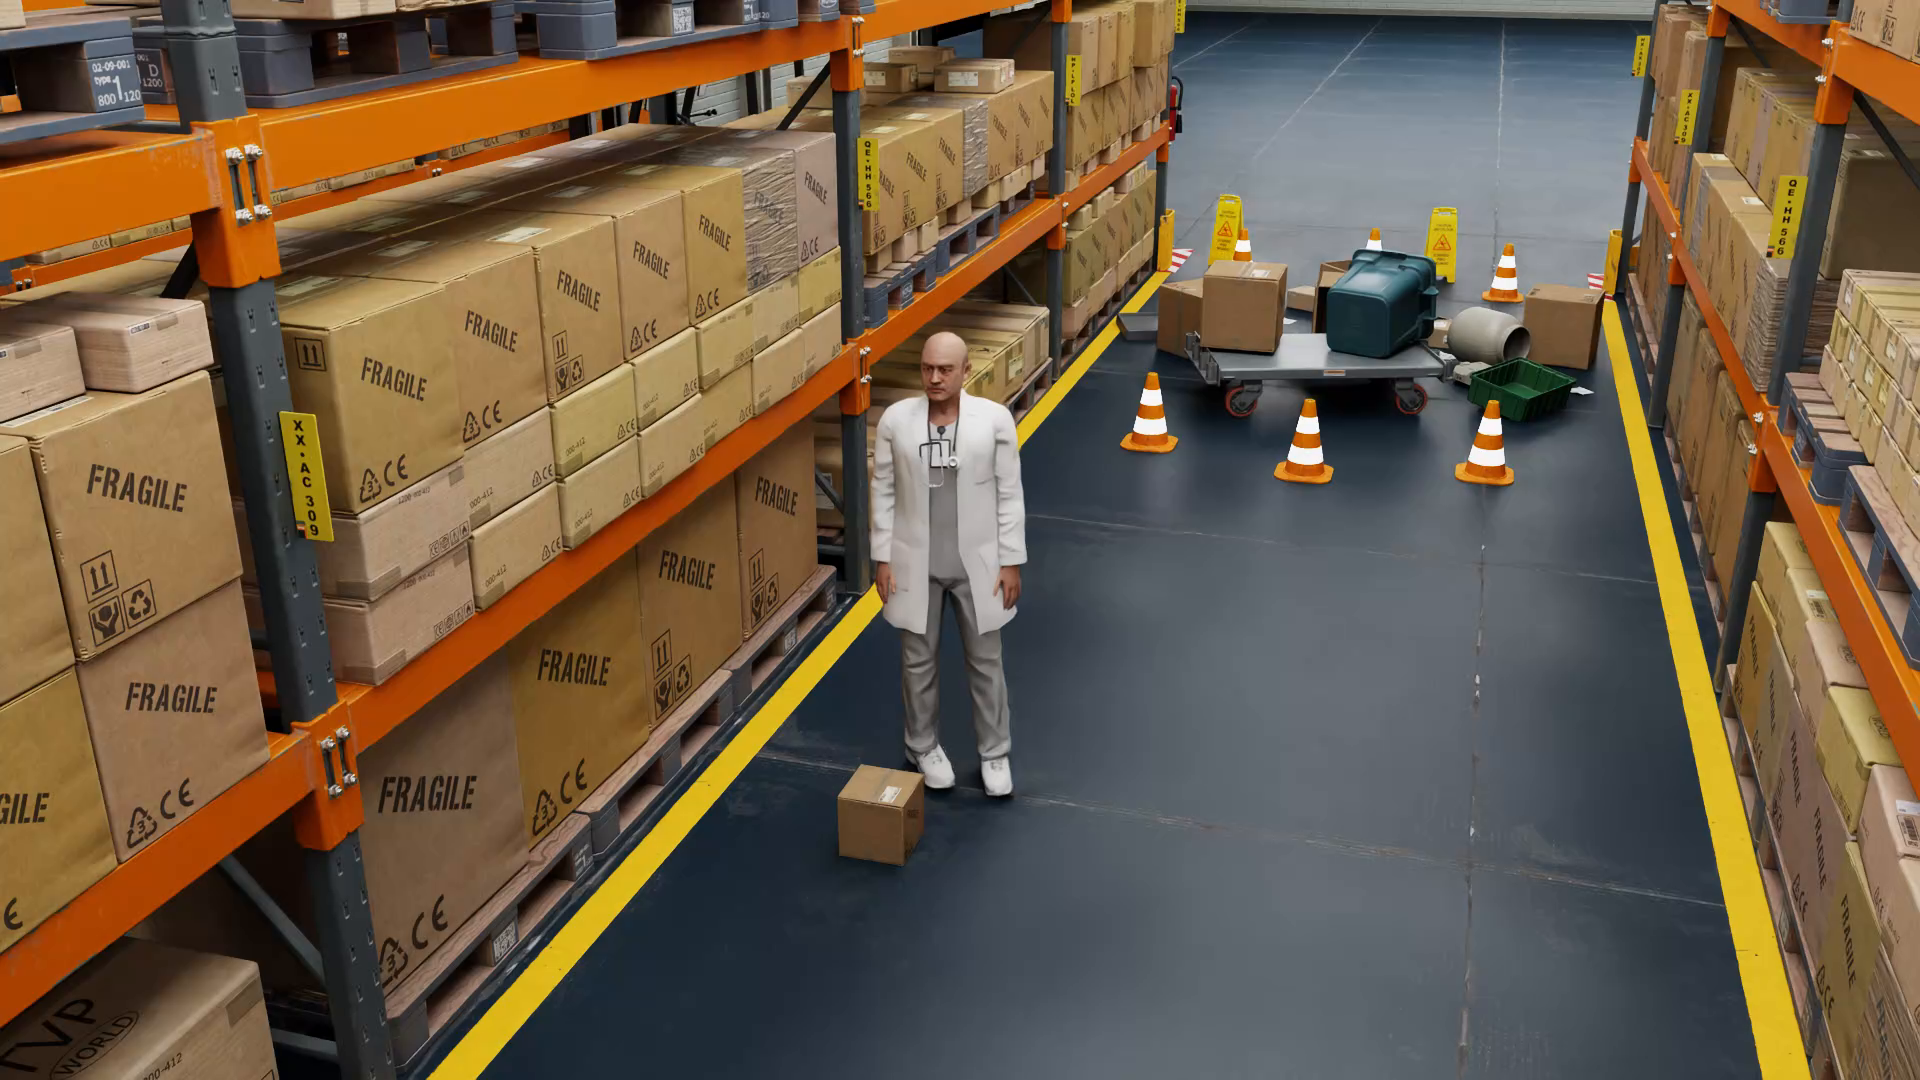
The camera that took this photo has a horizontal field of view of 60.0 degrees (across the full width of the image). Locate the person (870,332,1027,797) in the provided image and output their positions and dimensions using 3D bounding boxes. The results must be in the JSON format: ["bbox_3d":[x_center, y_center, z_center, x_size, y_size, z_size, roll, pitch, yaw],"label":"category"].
[{"bbox_3d":[-0.047,0.106,6.292,0.603,1.787,0.390,1,22,4],"label":"person"}]
